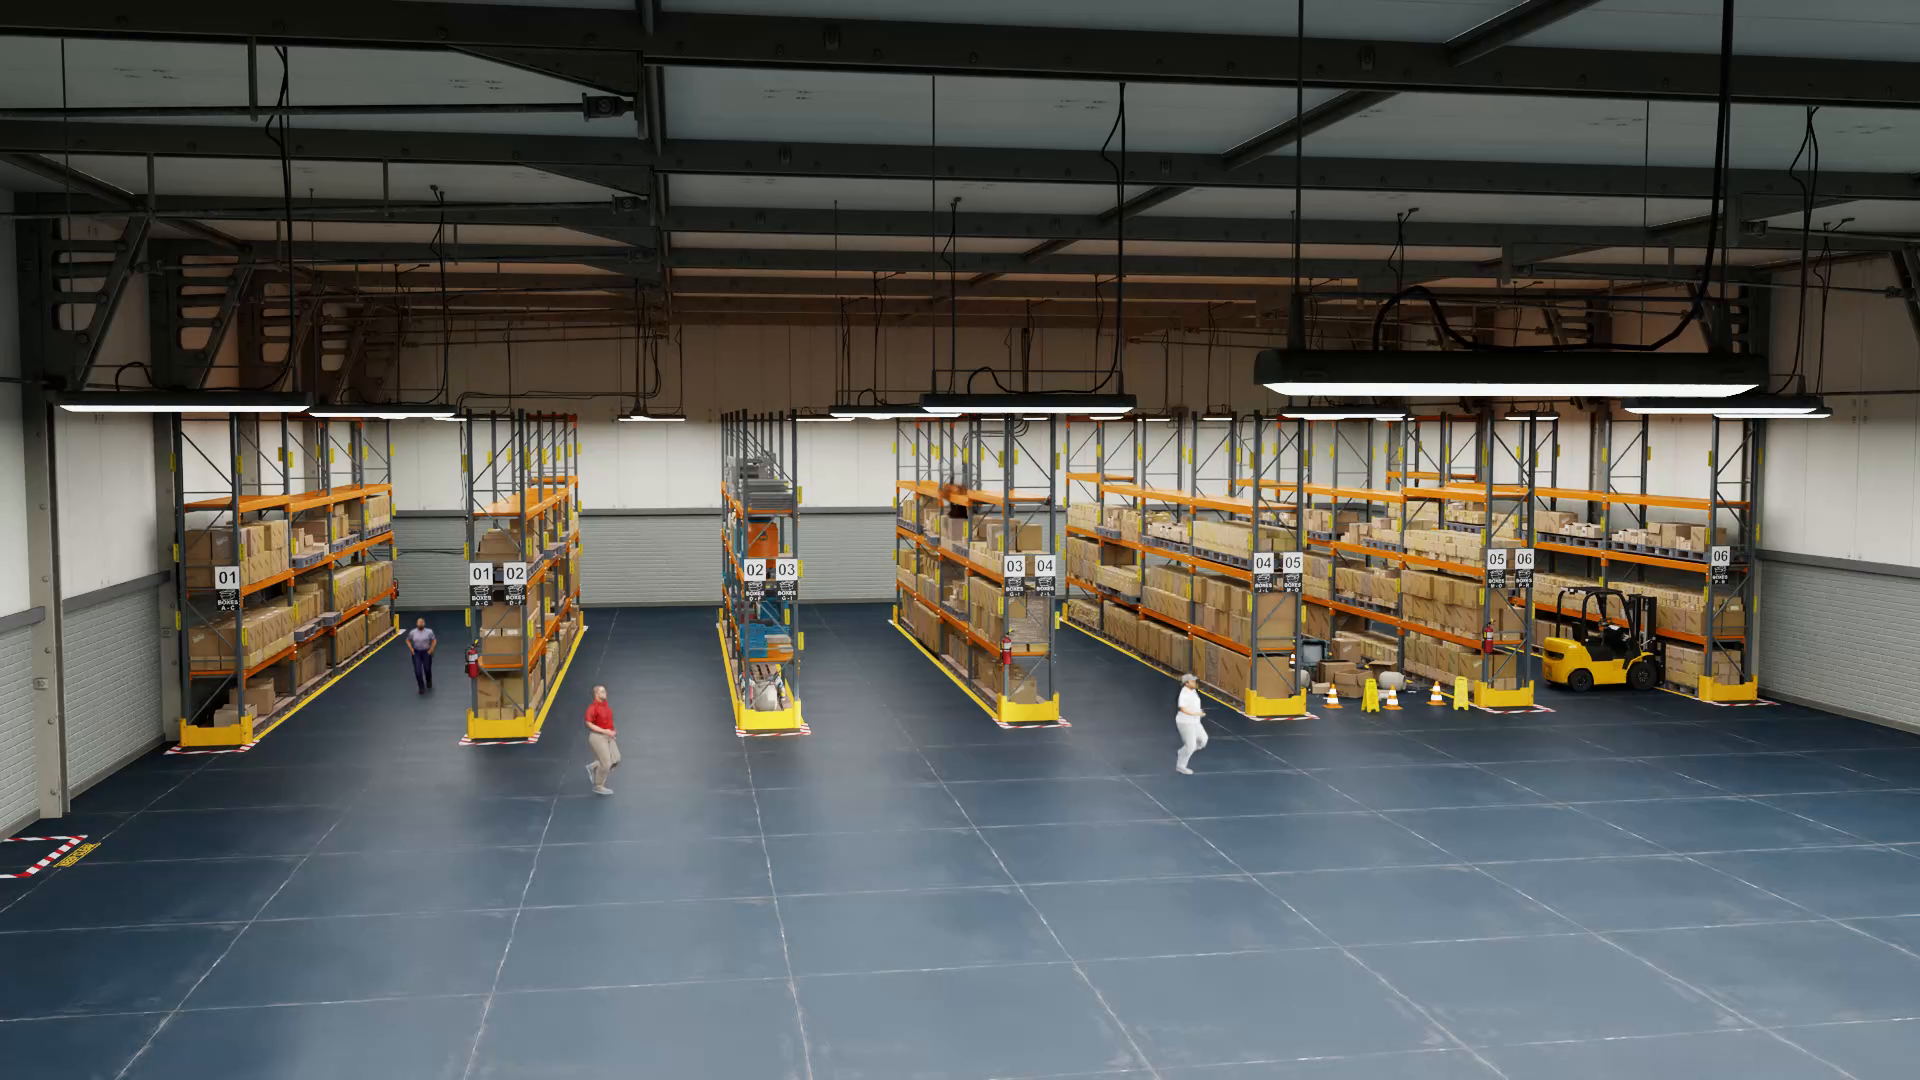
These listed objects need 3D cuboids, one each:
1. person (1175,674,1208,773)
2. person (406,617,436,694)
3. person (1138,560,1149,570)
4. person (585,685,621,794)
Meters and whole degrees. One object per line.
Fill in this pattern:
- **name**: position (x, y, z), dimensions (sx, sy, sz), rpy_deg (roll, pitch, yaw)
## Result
- **person**: position (3.796, 3.010, 27.269), dimensions (0.522, 1.624, 0.657), rpy_deg (2, 4, 24)
- **person**: position (-11.488, 2.455, 35.449), dimensions (0.613, 1.618, 0.531), rpy_deg (-1, 4, -14)
- **person**: position (5.267, 1.469, 48.450), dimensions (0.770, 1.763, 0.649), rpy_deg (0, 4, -6)
- **person**: position (-5.564, 3.092, 25.792), dimensions (0.599, 1.685, 0.664), rpy_deg (1, 4, 12)
